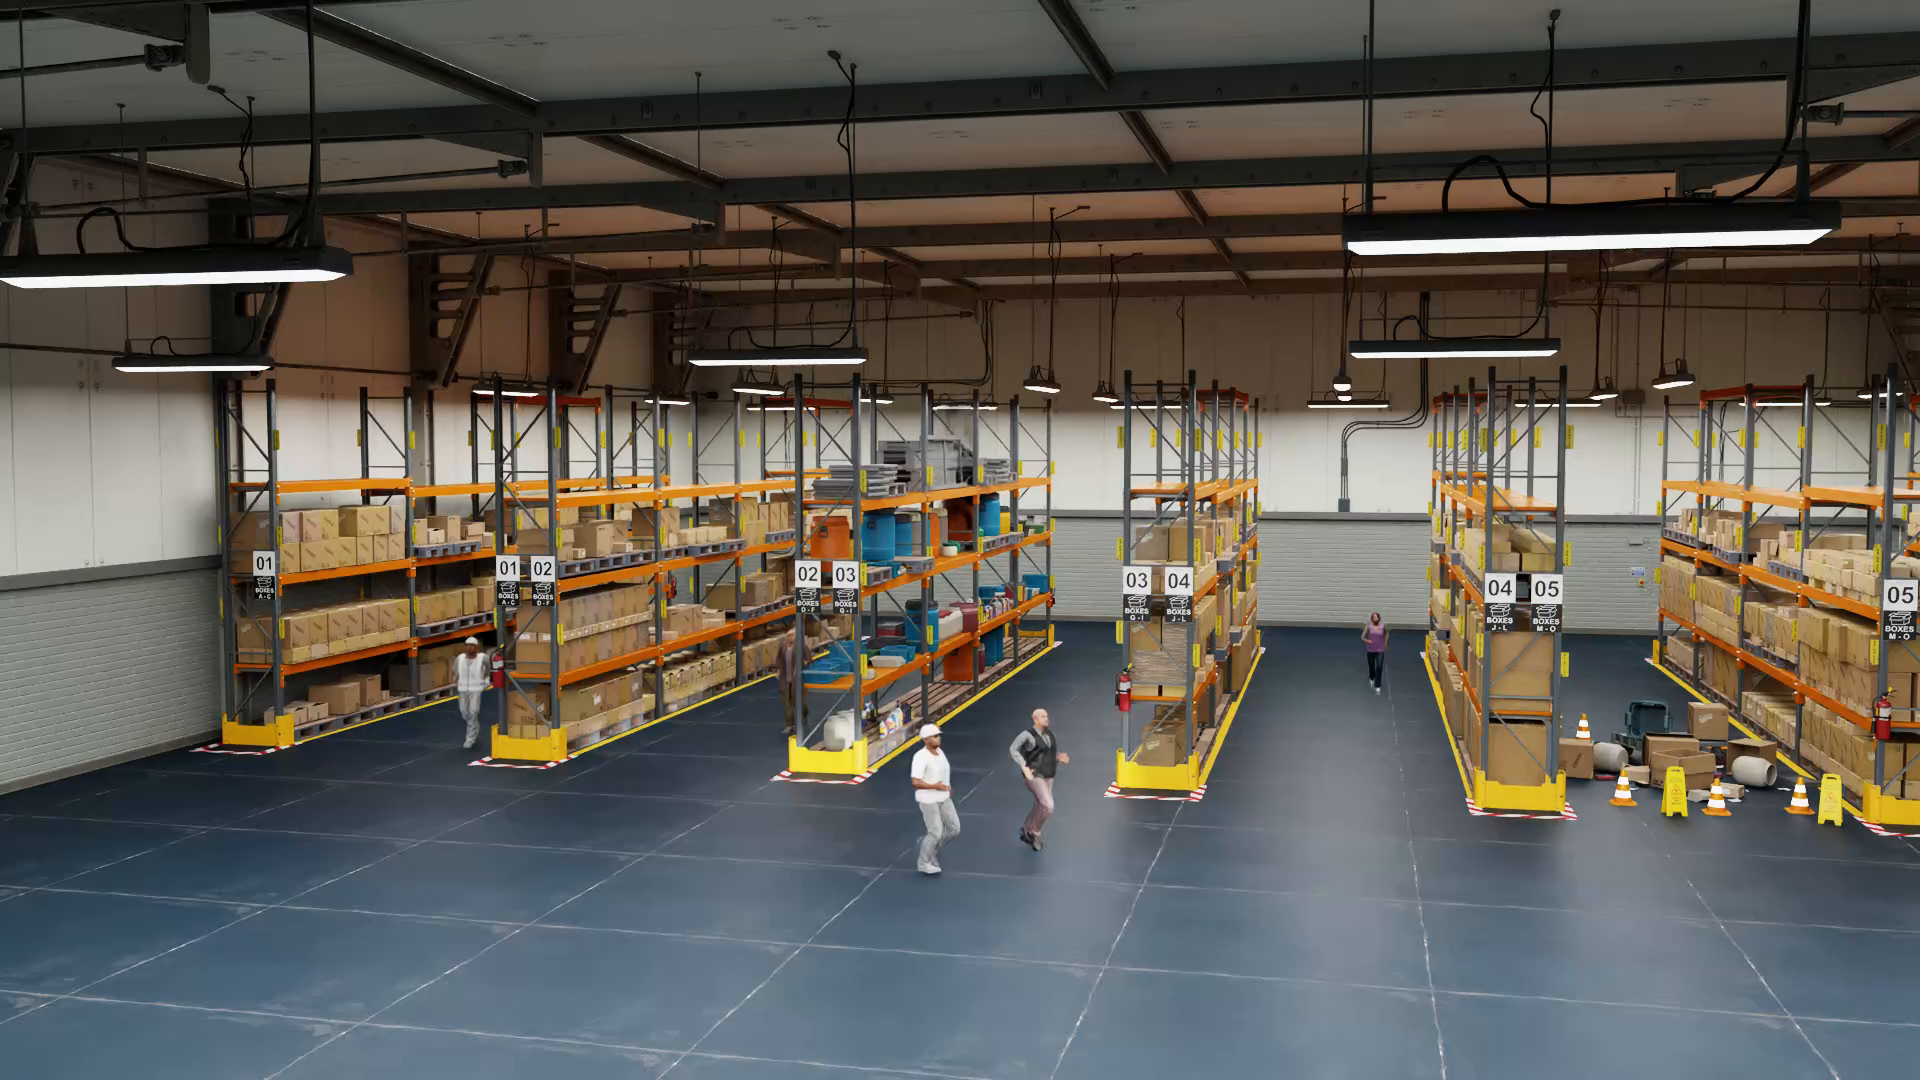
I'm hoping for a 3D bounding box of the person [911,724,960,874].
[{"bbox_3d":[-0.253,2.977,19.114,0.597,1.721,0.686,2,4,34],"label":"person"}]

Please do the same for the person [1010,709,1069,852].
[{"bbox_3d":[0.990,2.933,20.330,0.722,1.733,0.633,3,5,43],"label":"person"}]

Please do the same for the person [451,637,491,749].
[{"bbox_3d":[-7.966,2.460,27.099,0.686,1.756,0.969,0,3,2],"label":"person"}]

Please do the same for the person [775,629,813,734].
[{"bbox_3d":[-2.873,2.412,28.663,0.726,1.766,0.808,1,4,17],"label":"person"}]

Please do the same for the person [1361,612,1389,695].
[{"bbox_3d":[8.214,2.215,32.915,0.545,1.598,0.890,1,3,11],"label":"person"}]
